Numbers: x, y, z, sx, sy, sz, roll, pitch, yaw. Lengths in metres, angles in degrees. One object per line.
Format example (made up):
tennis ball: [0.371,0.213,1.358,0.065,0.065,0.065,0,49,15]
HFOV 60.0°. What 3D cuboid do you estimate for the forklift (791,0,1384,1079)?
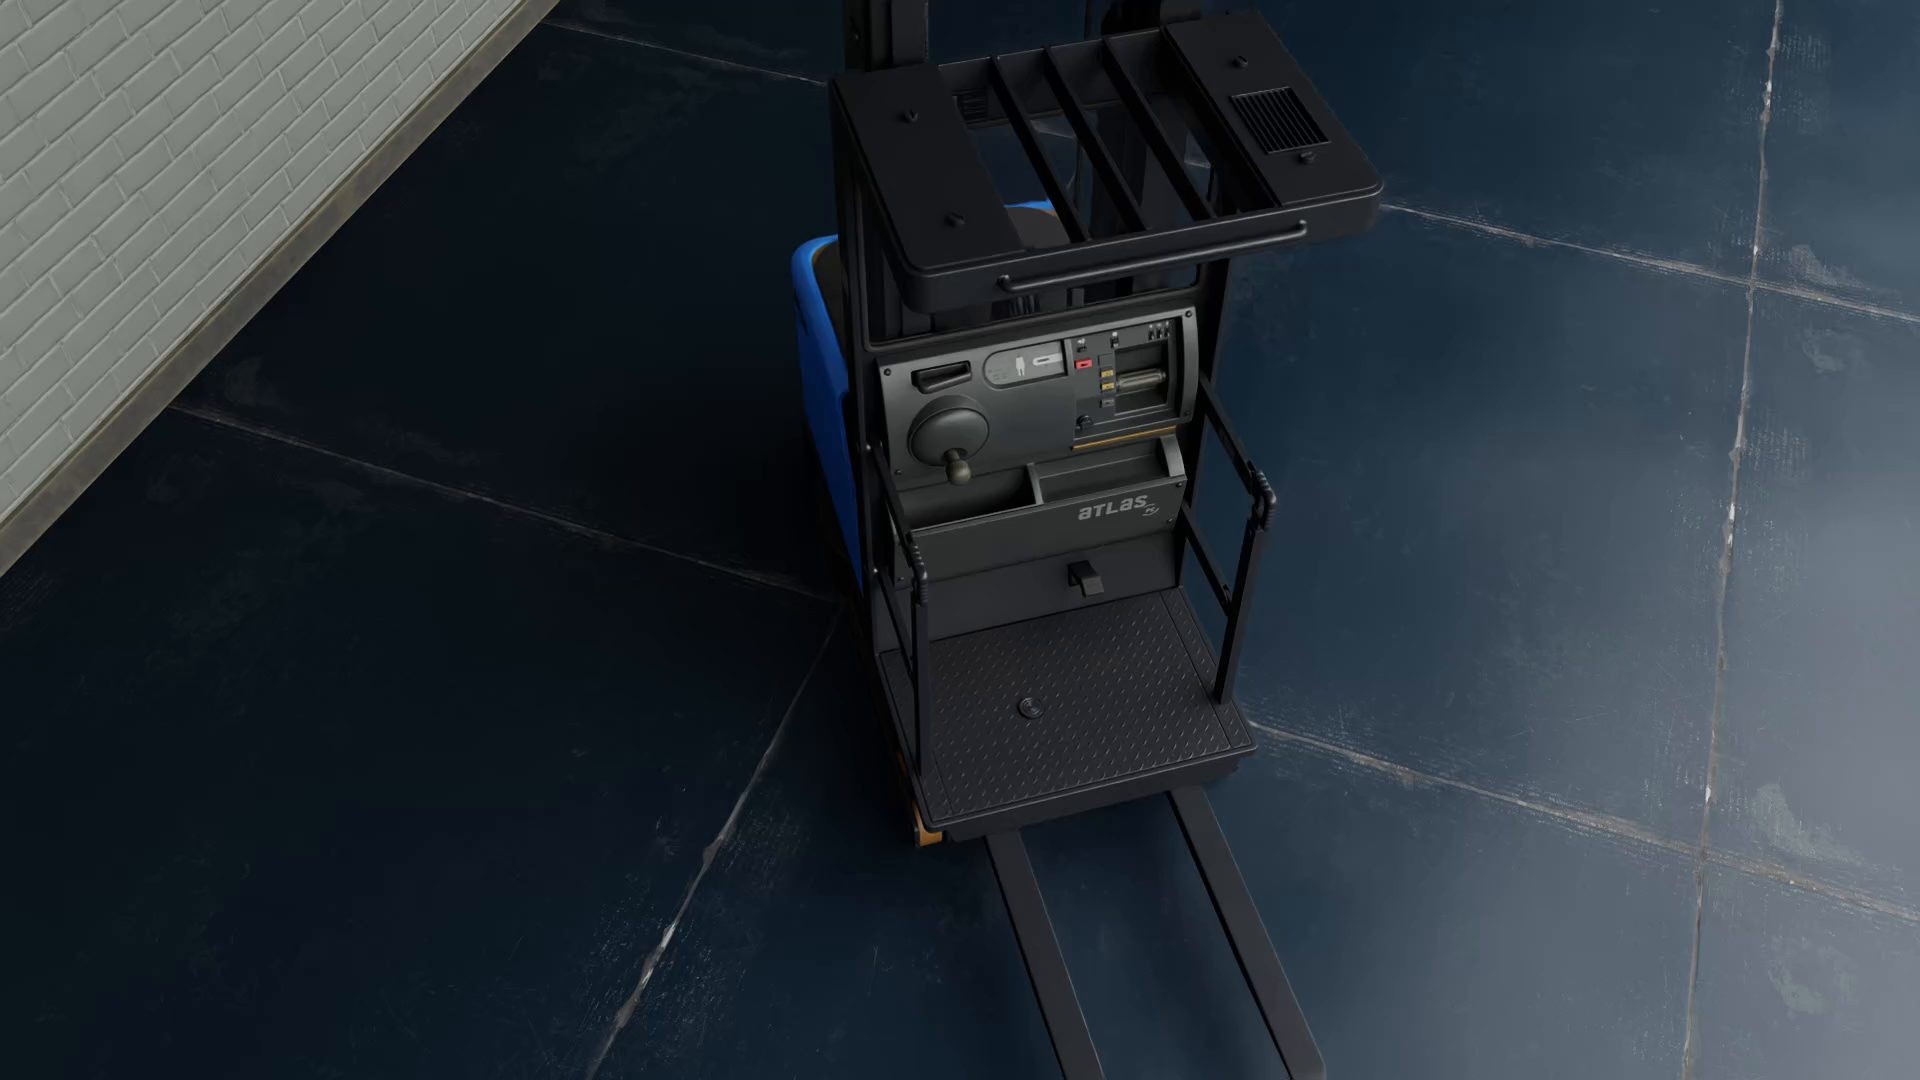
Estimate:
forklift: [0.292,-0.311,4.580,1.130,2.935,3.031,-12,50,-10]
